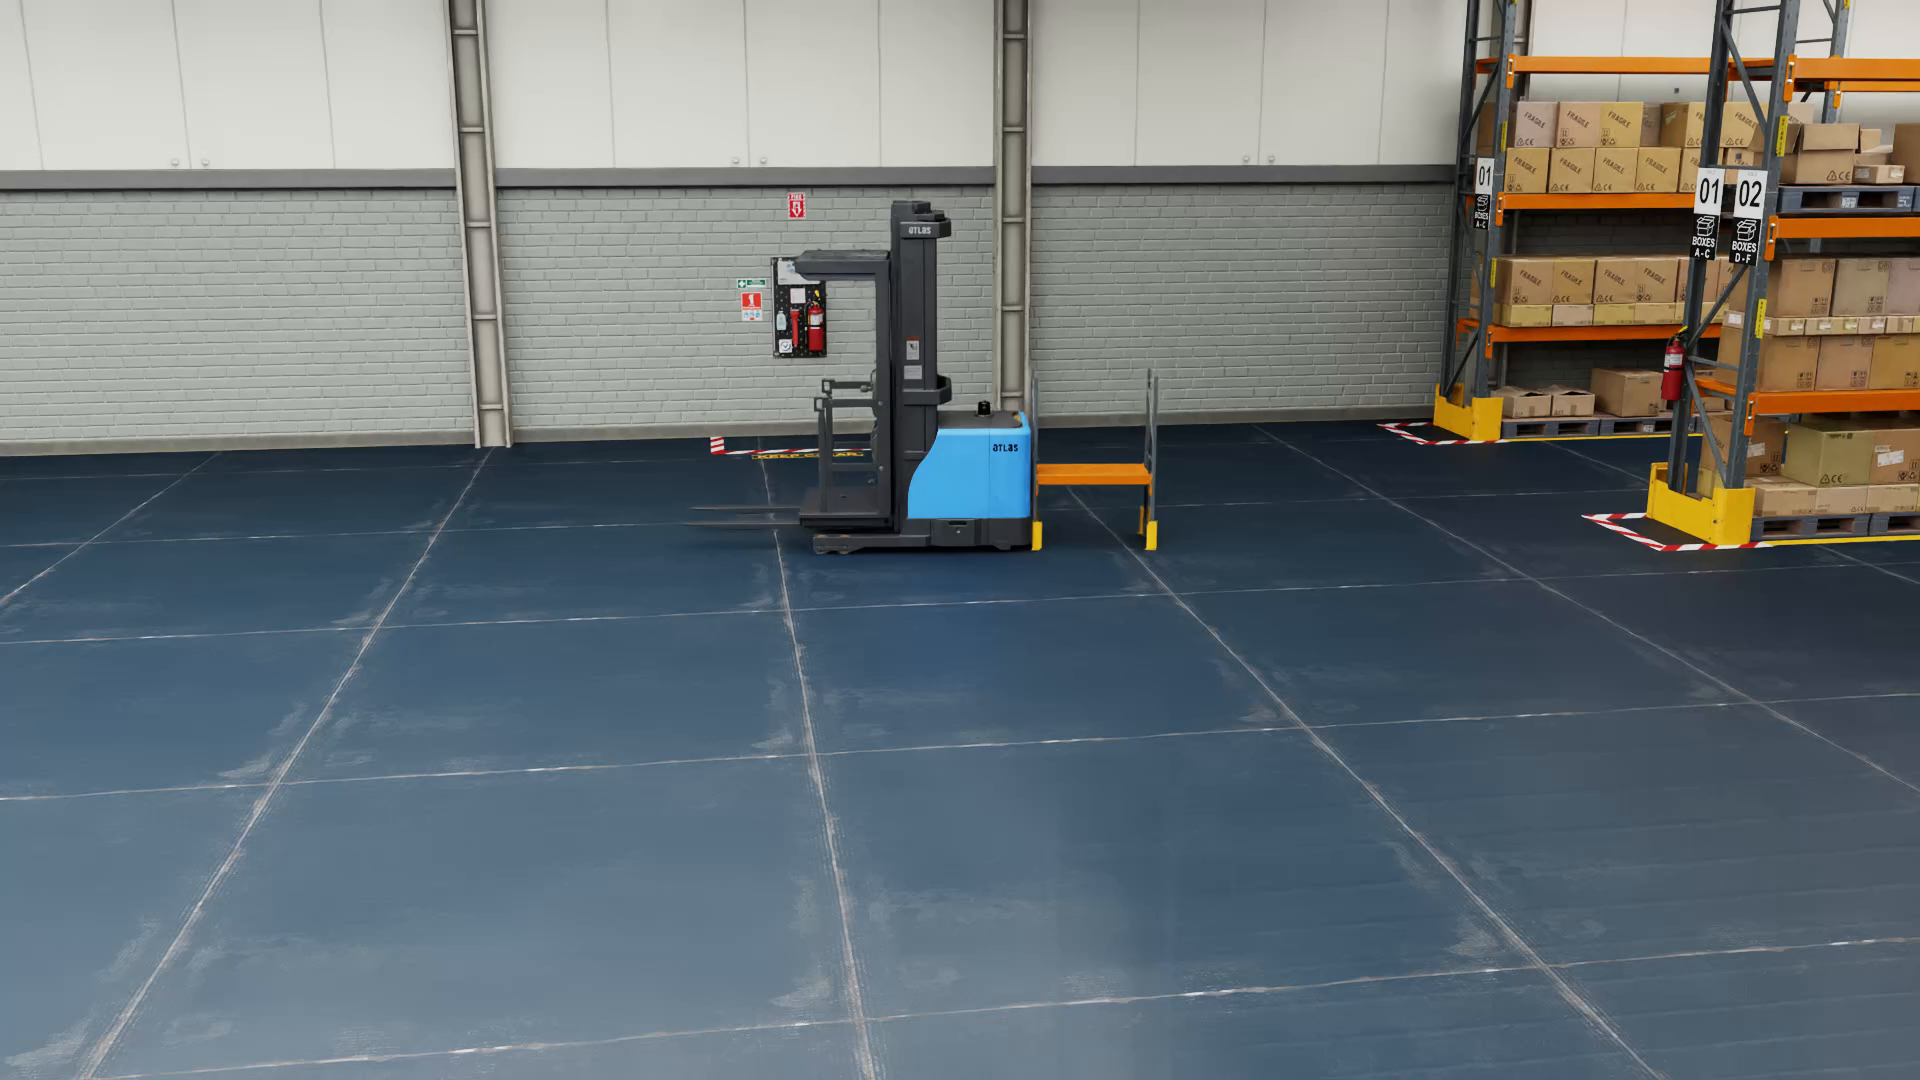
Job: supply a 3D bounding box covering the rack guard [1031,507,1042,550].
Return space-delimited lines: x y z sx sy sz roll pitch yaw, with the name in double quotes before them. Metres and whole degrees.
"rack guard" 0.661 -0.104 14.623 0.087 0.250 0.587 0 14 -1

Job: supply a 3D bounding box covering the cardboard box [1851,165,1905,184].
"cardboard box" 7.901 -3.158 14.346 0.250 0.149 0.380 -2 14 -8

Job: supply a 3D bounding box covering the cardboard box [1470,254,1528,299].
"cardboard box" 6.404 -3.113 19.695 0.500 0.500 0.500 -2 14 -9

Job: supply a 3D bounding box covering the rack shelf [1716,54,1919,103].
"rack shelf" 8.689 -3.992 14.443 4.000 0.370 1.077 -2 14 -8

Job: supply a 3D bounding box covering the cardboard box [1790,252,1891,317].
"cardboard box" 7.747 -2.267 14.722 0.500 0.500 0.700 -2 14 -10

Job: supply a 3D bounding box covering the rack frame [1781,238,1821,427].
"rack frame" 9.925 -2.889 20.077 0.127 3.000 1.000 -2 14 -8

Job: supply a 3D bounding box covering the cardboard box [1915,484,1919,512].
"cardboard box" 8.759 -0.443 15.110 0.500 0.250 0.500 -2 14 -8

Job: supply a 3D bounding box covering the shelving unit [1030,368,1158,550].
"shelving unit" 1.159 -0.712 14.479 1.083 1.500 0.587 0 14 -1

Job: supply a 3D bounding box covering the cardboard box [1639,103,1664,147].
"cardboard box" 7.884 -4.872 19.515 0.500 0.500 0.500 -2 14 -8

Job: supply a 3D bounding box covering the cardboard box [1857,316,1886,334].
"cardboard box" 7.889 -1.906 14.617 0.250 0.149 0.380 -2 14 -9

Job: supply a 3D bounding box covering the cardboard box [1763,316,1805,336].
"cardboard box" 7.132 -1.879 14.507 0.250 0.149 0.380 -2 14 -9

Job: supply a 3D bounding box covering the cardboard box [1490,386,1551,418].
"cardboard box" 6.667 -1.657 19.786 0.500 0.311 0.500 -4 15 -15

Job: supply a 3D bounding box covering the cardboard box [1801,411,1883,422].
"cardboard box" 8.184 -0.917 15.461 0.500 0.500 0.500 -2 14 -8

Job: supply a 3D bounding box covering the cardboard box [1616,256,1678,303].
"cardboard box" 7.997 -3.044 19.420 0.500 0.500 0.500 -2 14 -7

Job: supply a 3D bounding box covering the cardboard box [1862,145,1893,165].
"cardboard box" 8.361 -3.362 14.825 0.500 0.311 0.500 0 14 -2

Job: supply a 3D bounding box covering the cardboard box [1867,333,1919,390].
"cardboard box" 8.186 -1.652 14.938 0.500 0.500 0.700 -2 14 -8

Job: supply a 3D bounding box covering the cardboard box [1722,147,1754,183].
"cardboard box" 8.961 -4.309 19.326 0.500 0.500 0.500 -3 14 -13

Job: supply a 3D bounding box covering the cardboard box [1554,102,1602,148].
"cardboard box" 6.891 -4.704 18.844 0.500 0.500 0.500 -2 14 -9

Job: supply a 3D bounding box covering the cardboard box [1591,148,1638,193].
"cardboard box" 7.387 -4.240 19.050 0.500 0.500 0.500 -1 14 -6

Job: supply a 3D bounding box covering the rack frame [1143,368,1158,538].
"rack frame" 1.658 -0.714 14.487 0.032 1.500 0.500 0 14 -1

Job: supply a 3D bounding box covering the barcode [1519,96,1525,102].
"barcode" 6.598 -5.170 19.509 0.075 0.075 0.001 -2 14 -8

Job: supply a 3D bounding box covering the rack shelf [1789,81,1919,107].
"rack shelf" 11.903 -5.329 19.772 4.000 0.370 1.077 -2 14 -8

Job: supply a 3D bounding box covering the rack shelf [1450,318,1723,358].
"rack shelf" 7.948 -2.468 19.875 4.000 0.370 1.077 -2 14 -8

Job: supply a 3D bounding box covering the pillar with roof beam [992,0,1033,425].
"pillar with roof beam" 1.242 -4.635 14.703 0.400 9.000 9.100 -2 14 -8

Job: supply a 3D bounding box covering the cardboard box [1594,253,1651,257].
"cardboard box" 7.912 -3.167 19.910 0.500 0.500 0.500 -2 14 -8

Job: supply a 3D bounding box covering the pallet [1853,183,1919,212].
"pallet" 8.624 -3.029 14.650 1.213 0.211 1.003 -2 14 -8

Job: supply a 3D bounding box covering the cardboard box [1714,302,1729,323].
"cardboard box" 9.008 -2.720 19.669 0.500 0.250 0.500 -2 14 -8

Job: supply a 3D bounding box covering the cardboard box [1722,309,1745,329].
"cardboard box" 7.061 -1.976 14.895 0.250 0.149 0.380 -2 14 -9

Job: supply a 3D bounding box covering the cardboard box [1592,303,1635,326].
"cardboard box" 7.516 -2.662 19.437 0.500 0.250 0.500 -2 14 -9

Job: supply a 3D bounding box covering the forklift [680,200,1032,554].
"forklift" -0.906 -1.428 14.391 3.031 2.935 1.130 0 14 -1

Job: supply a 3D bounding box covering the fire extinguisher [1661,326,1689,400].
"fire extinguisher" 6.526 -1.623 15.186 0.183 0.674 0.296 -2 14 -8

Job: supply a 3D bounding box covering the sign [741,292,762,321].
"sign" -2.411 -2.702 19.256 0.234 0.329 0.001 -2 14 -8

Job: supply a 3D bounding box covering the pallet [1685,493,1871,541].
"pallet" 7.462 -0.238 15.238 1.213 0.211 1.003 -2 14 -8

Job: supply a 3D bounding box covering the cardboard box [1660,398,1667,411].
"cardboard box" 8.341 -1.667 20.158 0.250 0.149 0.380 -3 14 -13

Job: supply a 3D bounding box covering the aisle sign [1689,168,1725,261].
"aisle sign" 6.603 -2.882 14.704 0.004 0.787 0.394 -2 14 -8

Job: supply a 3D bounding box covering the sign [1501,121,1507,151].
"sign" 6.051 -4.493 18.507 0.005 0.325 0.100 -2 14 -8

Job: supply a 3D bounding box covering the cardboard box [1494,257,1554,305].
"cardboard box" 6.487 -2.990 19.204 0.500 0.500 0.500 -2 14 -8

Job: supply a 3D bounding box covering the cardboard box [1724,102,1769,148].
"cardboard box" 8.927 -4.782 19.153 0.500 0.500 0.500 -1 14 -5

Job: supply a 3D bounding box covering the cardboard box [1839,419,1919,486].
"cardboard box" 8.262 -0.792 14.963 0.500 0.500 0.500 -2 14 -8

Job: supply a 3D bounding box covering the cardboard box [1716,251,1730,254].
"cardboard box" 9.429 -3.223 20.134 0.500 0.500 0.500 -2 14 -10

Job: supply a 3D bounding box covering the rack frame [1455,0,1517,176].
"rack frame" 5.970 -5.654 18.769 0.127 3.000 1.000 -2 14 -8

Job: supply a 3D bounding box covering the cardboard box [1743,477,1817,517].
"cardboard box" 7.275 -0.389 14.895 0.500 0.250 0.500 -2 14 -8

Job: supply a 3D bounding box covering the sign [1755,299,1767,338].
"sign" 6.788 -1.878 14.100 0.005 0.325 0.100 -2 14 -8
